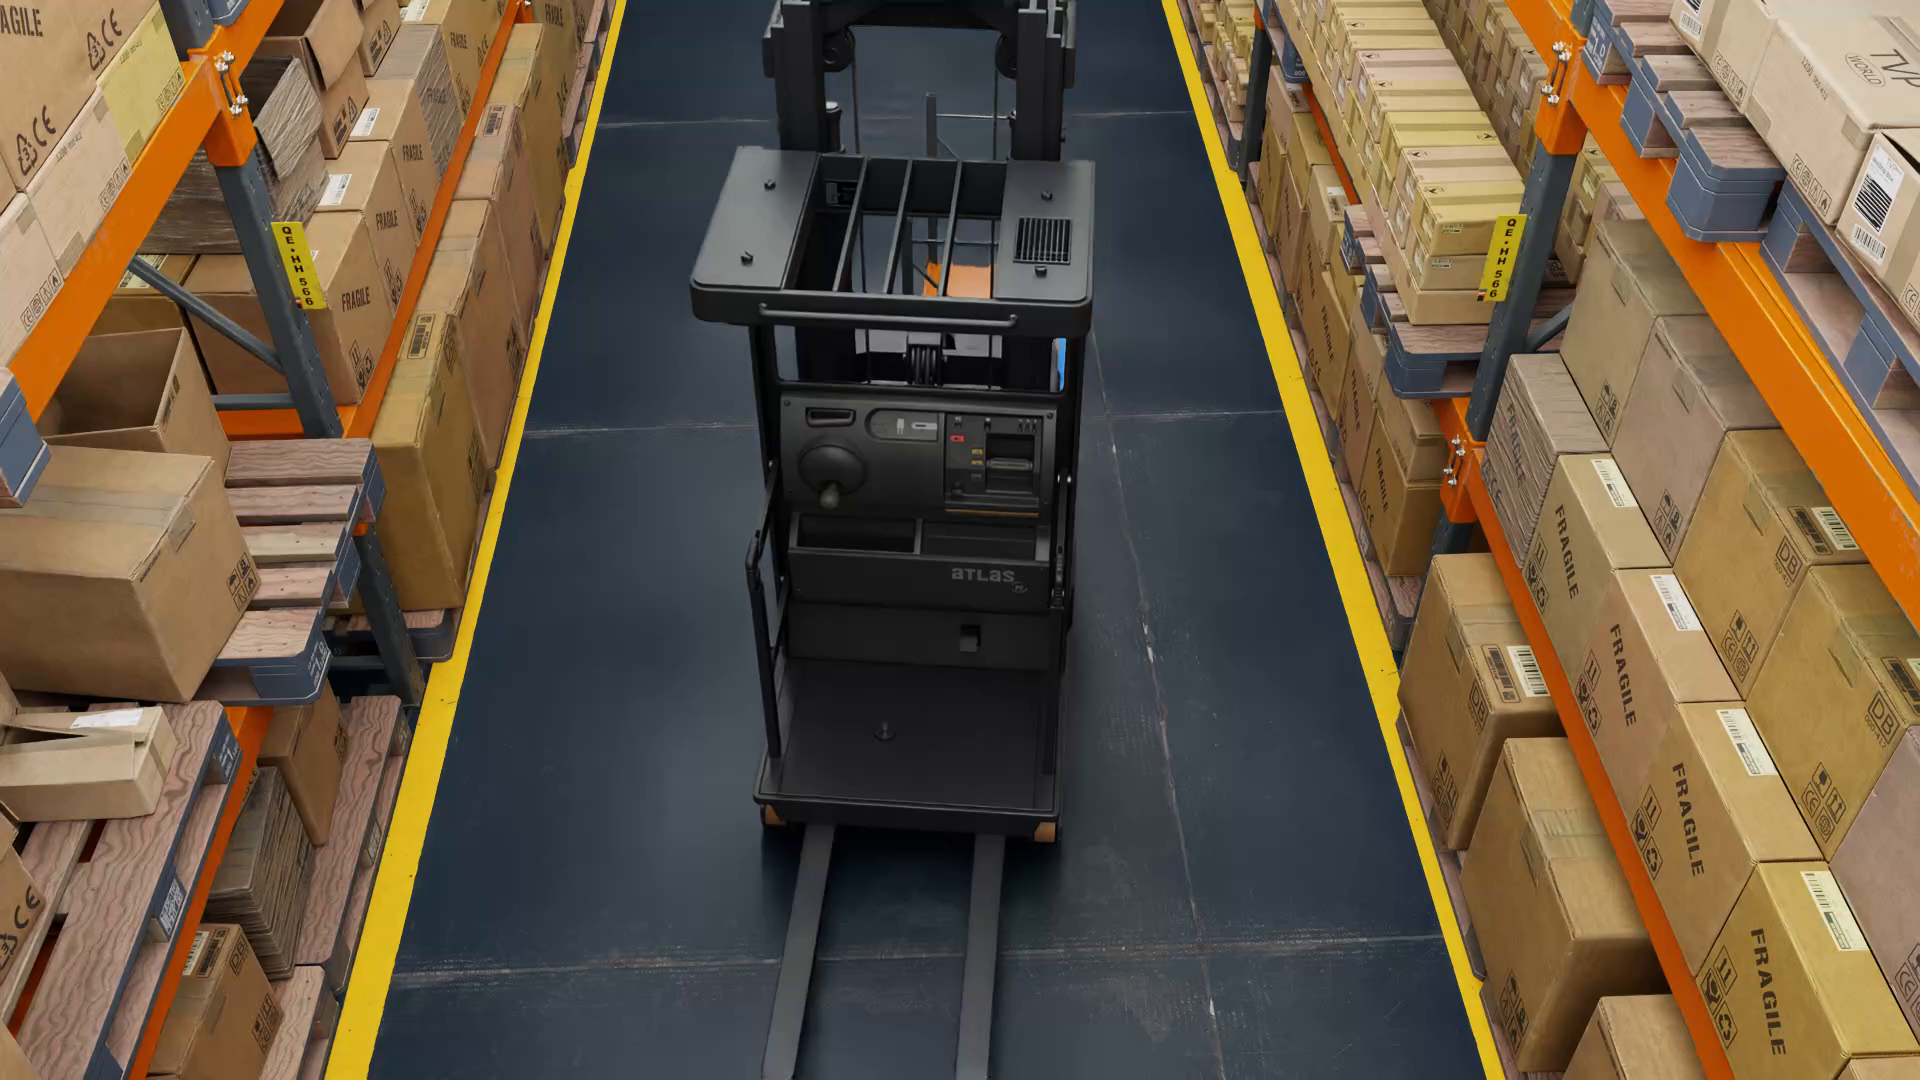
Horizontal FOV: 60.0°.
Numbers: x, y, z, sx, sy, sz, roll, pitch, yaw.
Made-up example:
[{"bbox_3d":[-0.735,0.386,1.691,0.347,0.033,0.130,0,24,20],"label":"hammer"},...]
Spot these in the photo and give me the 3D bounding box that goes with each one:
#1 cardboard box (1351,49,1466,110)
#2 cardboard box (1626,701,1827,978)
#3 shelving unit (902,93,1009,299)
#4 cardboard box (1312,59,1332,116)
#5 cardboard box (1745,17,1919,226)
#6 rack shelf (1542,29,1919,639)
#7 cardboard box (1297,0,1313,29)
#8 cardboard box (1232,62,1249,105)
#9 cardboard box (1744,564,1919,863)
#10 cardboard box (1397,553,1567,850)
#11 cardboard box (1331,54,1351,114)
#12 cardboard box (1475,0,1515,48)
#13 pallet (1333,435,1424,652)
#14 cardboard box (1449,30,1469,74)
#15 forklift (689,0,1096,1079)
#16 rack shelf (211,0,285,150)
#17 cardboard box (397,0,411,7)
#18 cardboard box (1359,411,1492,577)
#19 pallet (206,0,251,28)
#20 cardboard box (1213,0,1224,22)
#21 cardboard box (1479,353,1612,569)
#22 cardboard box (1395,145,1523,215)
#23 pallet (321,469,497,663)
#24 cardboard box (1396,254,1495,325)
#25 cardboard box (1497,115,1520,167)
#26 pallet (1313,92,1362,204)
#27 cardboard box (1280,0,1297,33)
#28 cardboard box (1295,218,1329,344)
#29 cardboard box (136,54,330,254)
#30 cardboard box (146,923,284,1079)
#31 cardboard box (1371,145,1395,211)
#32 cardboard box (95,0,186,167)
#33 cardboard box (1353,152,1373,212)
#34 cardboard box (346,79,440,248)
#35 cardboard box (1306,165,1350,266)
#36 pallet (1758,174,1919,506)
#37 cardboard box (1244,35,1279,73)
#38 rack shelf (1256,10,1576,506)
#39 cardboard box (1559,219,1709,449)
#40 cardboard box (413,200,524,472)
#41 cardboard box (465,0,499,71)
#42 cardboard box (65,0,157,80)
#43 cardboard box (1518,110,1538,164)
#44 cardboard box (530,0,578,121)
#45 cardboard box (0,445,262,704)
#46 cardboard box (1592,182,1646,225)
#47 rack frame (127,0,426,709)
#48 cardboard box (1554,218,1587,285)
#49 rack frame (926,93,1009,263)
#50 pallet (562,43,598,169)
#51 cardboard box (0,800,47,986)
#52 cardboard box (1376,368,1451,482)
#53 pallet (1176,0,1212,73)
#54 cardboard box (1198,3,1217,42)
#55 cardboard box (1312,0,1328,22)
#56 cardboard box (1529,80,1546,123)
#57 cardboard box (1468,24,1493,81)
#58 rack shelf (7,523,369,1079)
[{"bbox_3d":[1.776,-1.822,6.602,0.380,0.149,0.250,-2,43,-2],"label":"cardboard box"},{"bbox_3d":[2.108,0.761,4.276,0.500,0.500,0.500,-2,43,-2],"label":"cardboard box"},{"bbox_3d":[0.060,-1.058,7.444,0.587,1.500,1.083,3,43,4],"label":"shelving unit"},{"bbox_3d":[1.750,-1.965,7.199,0.380,0.149,0.250,-3,43,-4],"label":"cardboard box"},{"bbox_3d":[2.126,-0.942,3.714,0.500,0.250,0.500,-1,43,-1],"label":"cardboard box"},{"bbox_3d":[2.379,-0.023,3.518,1.077,0.370,4.000,-2,43,-2],"label":"rack shelf"},{"bbox_3d":[1.731,-2.420,7.474,0.380,0.149,0.250,0,43,0],"label":"cardboard box"},{"bbox_3d":[1.793,-2.651,9.650,0.380,0.149,0.250,-1,43,-1],"label":"cardboard box"},{"bbox_3d":[2.372,0.398,3.932,0.700,0.500,0.500,-2,43,-2],"label":"cardboard box"},{"bbox_3d":[2.230,0.555,5.928,1.050,0.750,0.750,-2,43,-2],"label":"cardboard box"},{"bbox_3d":[1.761,-1.896,6.903,0.380,0.149,0.250,-1,43,-1],"label":"cardboard box"},{"bbox_3d":[2.404,-2.188,7.002,0.380,0.149,0.250,-2,43,-2],"label":"cardboard box"},{"bbox_3d":[2.262,-0.033,7.279,1.003,0.211,1.213,-2,43,-2],"label":"pallet"},{"bbox_3d":[2.397,-2.154,7.405,0.380,0.149,0.250,0,43,0],"label":"cardboard box"},{"bbox_3d":[-0.157,-0.198,5.447,1.130,2.935,3.031,3,43,3],"label":"forklift"},{"bbox_3d":[-2.751,-2.650,6.383,1.077,0.370,4.000,-2,43,-2],"label":"rack shelf"},{"bbox_3d":[-2.783,-2.671,7.278,0.797,0.503,0.637,-1,43,-1],"label":"cardboard box"},{"bbox_3d":[2.005,-0.203,6.941,0.500,0.500,0.500,-2,43,-2],"label":"cardboard box"},{"bbox_3d":[-2.746,-1.928,5.203,1.213,0.211,1.003,0,43,0],"label":"pallet"},{"bbox_3d":[1.797,-3.357,10.421,0.380,0.149,0.250,-1,43,-1],"label":"cardboard box"},{"bbox_3d":[2.043,-0.259,5.388,0.500,0.500,0.500,-1,43,-1],"label":"cardboard box"},{"bbox_3d":[1.807,-1.302,6.035,0.380,0.149,0.250,-2,43,-2],"label":"cardboard box"},{"bbox_3d":[-2.624,0.035,7.206,1.003,0.211,1.213,-2,43,-2],"label":"pallet"},{"bbox_3d":[1.814,-0.915,6.053,0.380,0.149,0.250,-1,43,-1],"label":"cardboard box"},{"bbox_3d":[2.427,-1.628,6.831,0.380,0.149,0.250,0,43,0],"label":"cardboard box"},{"bbox_3d":[2.169,-1.798,7.283,1.003,0.211,1.213,-2,43,-2],"label":"pallet"},{"bbox_3d":[1.715,-2.491,7.773,0.380,0.149,0.250,-1,43,-1],"label":"cardboard box"},{"bbox_3d":[1.950,-1.250,8.083,0.500,0.500,0.500,-1,43,-1],"label":"cardboard box"},{"bbox_3d":[-2.681,-1.360,5.847,0.797,0.503,0.637,0,43,0],"label":"cardboard box"},{"bbox_3d":[-2.550,1.509,5.058,0.700,0.500,0.500,2,43,2],"label":"cardboard box"},{"bbox_3d":[1.791,-1.383,6.344,0.380,0.149,0.250,-1,43,-1],"label":"cardboard box"},{"bbox_3d":[-2.400,-1.196,4.375,0.500,0.250,0.500,-2,43,-2],"label":"cardboard box"},{"bbox_3d":[1.787,-1.425,6.609,0.380,0.149,0.250,-2,43,-2],"label":"cardboard box"},{"bbox_3d":[-2.464,-1.526,6.770,0.500,0.500,0.500,-2,43,-3],"label":"cardboard box"},{"bbox_3d":[1.934,-1.533,7.836,0.500,0.250,0.500,0,43,0],"label":"cardboard box"},{"bbox_3d":[2.425,-0.381,3.516,1.003,0.211,1.213,0,43,0],"label":"pallet"},{"bbox_3d":[1.849,-2.789,9.582,0.380,0.149,0.250,-1,43,-1],"label":"cardboard box"},{"bbox_3d":[2.209,-1.618,7.477,1.077,0.370,4.000,-2,43,-2],"label":"rack shelf"},{"bbox_3d":[2.303,-0.635,5.059,0.700,0.500,0.500,-2,43,-2],"label":"cardboard box"},{"bbox_3d":[-2.704,-0.899,7.422,1.225,0.875,0.875,-2,43,-2],"label":"cardboard box"},{"bbox_3d":[-2.529,-2.554,7.892,0.500,0.500,0.500,0,43,0],"label":"cardboard box"},{"bbox_3d":[-2.396,-1.471,4.121,0.500,0.500,0.500,-1,43,-1],"label":"cardboard box"},{"bbox_3d":[2.435,-1.570,6.548,0.380,0.149,0.250,-1,43,-2],"label":"cardboard box"},{"bbox_3d":[-2.784,-2.979,9.691,0.875,0.875,0.875,-2,43,-2],"label":"cardboard box"},{"bbox_3d":[-2.479,0.087,4.700,0.700,0.500,0.500,4,43,5],"label":"cardboard box"},{"bbox_3d":[2.468,-1.135,5.853,0.380,0.149,0.250,-2,43,-2],"label":"cardboard box"},{"bbox_3d":[-2.666,-0.459,5.680,1.000,3.000,0.127,-2,43,-2],"label":"rack frame"},{"bbox_3d":[2.465,-1.084,6.238,0.380,0.149,0.250,0,43,0],"label":"cardboard box"},{"bbox_3d":[0.102,-1.394,7.811,0.500,1.500,0.032,3,43,4],"label":"rack frame"},{"bbox_3d":[-2.790,-2.647,10.131,1.003,0.211,1.213,-2,43,-2],"label":"pallet"},{"bbox_3d":[-2.662,0.881,3.832,0.797,0.503,0.637,2,43,3],"label":"cardboard box"},{"bbox_3d":[2.003,-0.497,6.706,0.500,0.250,0.500,-3,43,-3],"label":"cardboard box"},{"bbox_3d":[2.005,-3.483,11.044,1.003,0.211,1.213,-2,43,-2],"label":"pallet"},{"bbox_3d":[1.723,-3.291,10.569,0.380,0.149,0.250,-2,43,-2],"label":"cardboard box"},{"bbox_3d":[1.737,-2.363,7.193,0.380,0.149,0.250,0,43,0],"label":"cardboard box"},{"bbox_3d":[2.437,-1.658,6.423,0.380,0.149,0.250,-3,43,-4],"label":"cardboard box"},{"bbox_3d":[2.403,-2.088,7.113,0.380,0.149,0.250,0,43,0],"label":"cardboard box"},{"bbox_3d":[-2.581,1.156,4.451,1.077,0.370,4.000,-2,43,-2],"label":"rack shelf"}]
